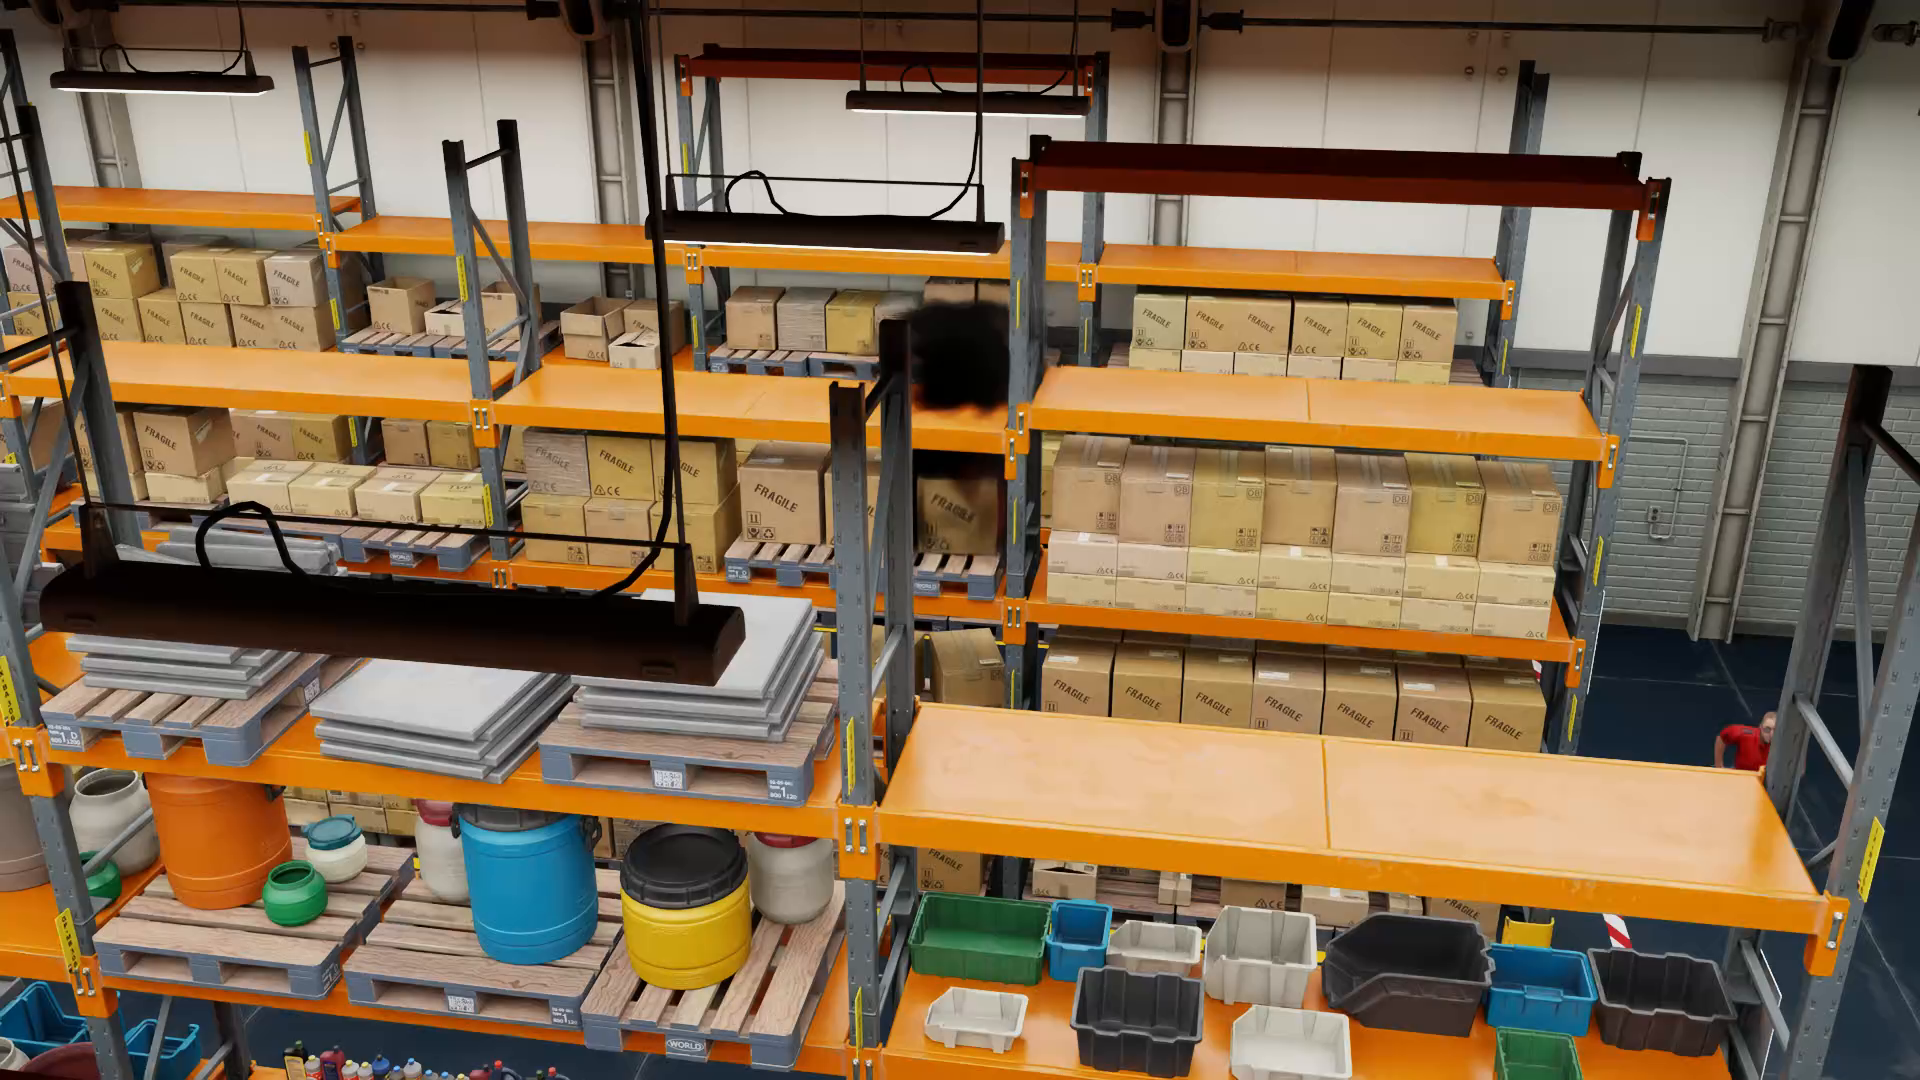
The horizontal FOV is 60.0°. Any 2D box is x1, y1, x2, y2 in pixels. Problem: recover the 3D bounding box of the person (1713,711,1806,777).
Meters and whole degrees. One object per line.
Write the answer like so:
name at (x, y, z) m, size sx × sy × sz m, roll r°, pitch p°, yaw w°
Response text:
person at (6.426, 2.045, 13.482) m, size 0.647 × 1.660 × 0.760 m, roll 6°, pitch 24°, yaw 14°
